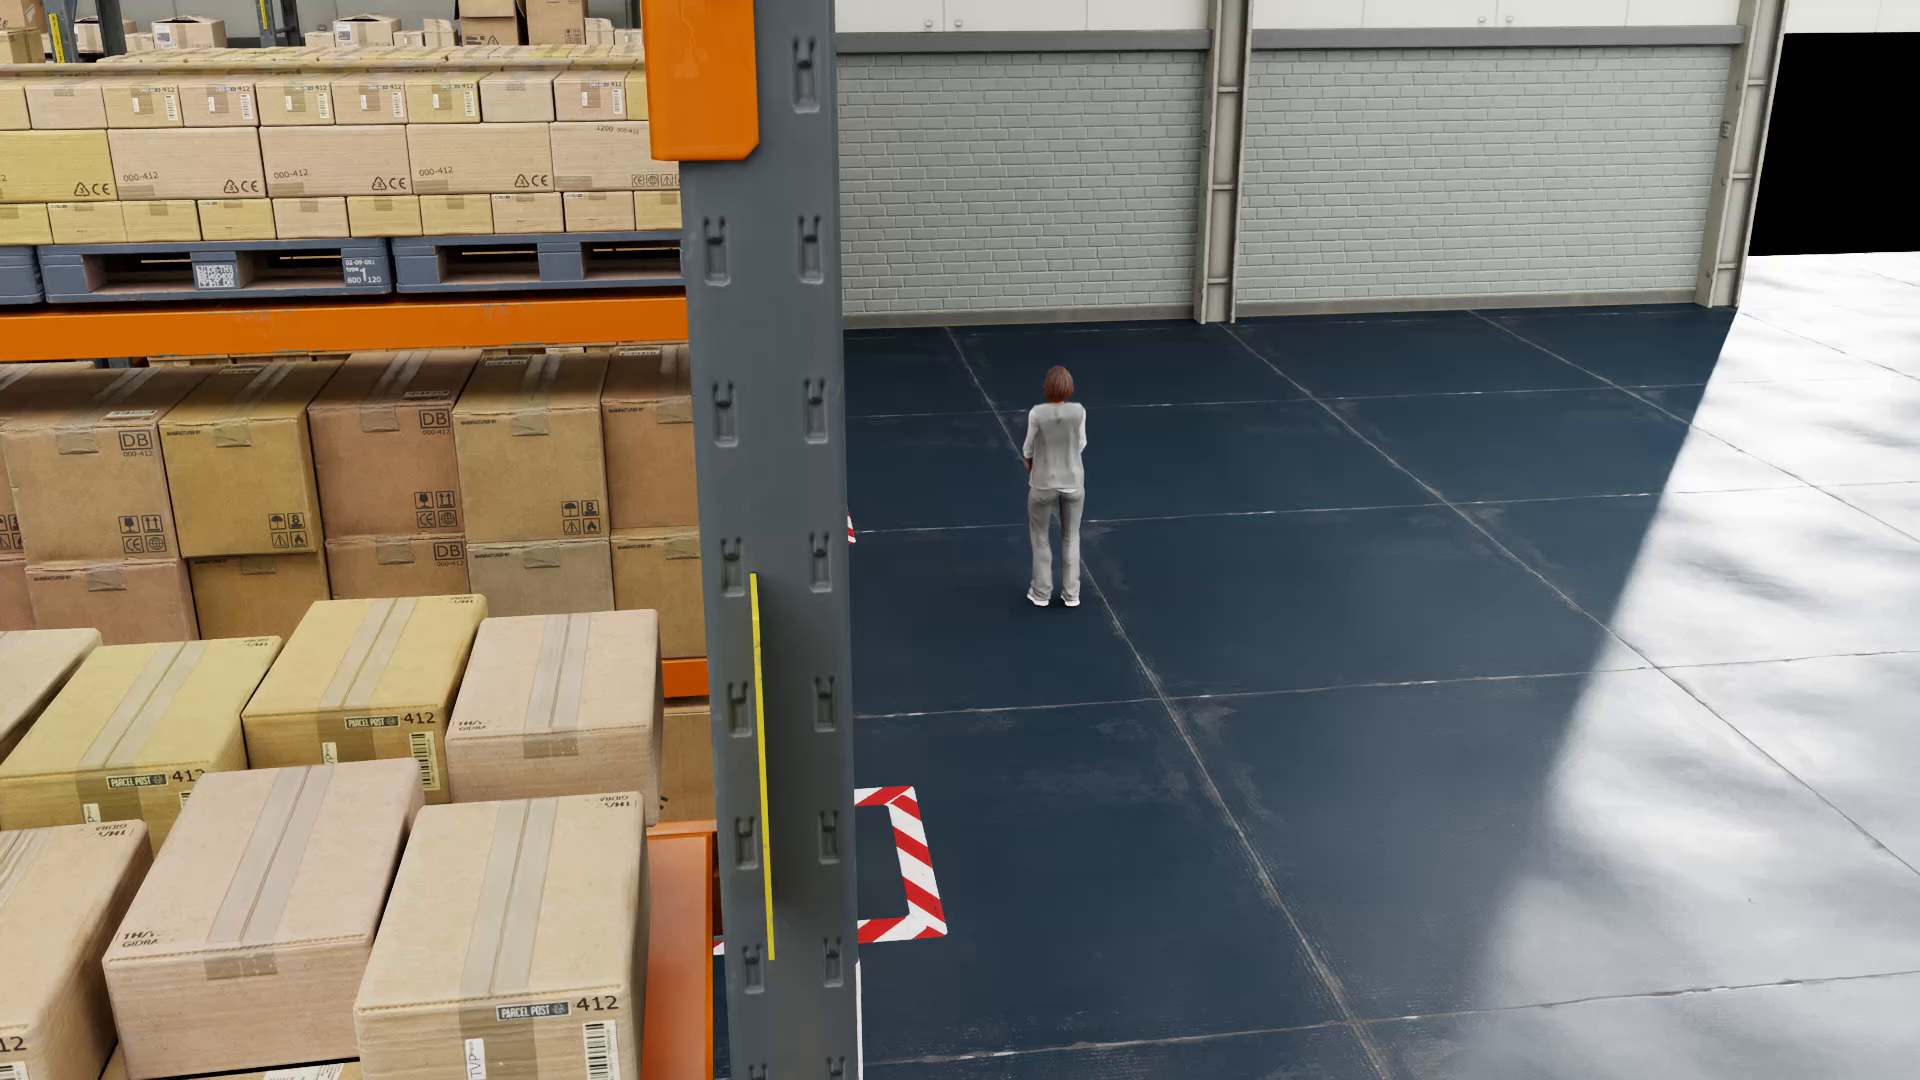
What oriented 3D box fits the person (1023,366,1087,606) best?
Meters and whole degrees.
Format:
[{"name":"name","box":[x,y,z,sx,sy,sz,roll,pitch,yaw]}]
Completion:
[{"name":"person","box":[0.598,-0.363,10.579,0.405,1.595,0.490,-3,20,-7]}]
